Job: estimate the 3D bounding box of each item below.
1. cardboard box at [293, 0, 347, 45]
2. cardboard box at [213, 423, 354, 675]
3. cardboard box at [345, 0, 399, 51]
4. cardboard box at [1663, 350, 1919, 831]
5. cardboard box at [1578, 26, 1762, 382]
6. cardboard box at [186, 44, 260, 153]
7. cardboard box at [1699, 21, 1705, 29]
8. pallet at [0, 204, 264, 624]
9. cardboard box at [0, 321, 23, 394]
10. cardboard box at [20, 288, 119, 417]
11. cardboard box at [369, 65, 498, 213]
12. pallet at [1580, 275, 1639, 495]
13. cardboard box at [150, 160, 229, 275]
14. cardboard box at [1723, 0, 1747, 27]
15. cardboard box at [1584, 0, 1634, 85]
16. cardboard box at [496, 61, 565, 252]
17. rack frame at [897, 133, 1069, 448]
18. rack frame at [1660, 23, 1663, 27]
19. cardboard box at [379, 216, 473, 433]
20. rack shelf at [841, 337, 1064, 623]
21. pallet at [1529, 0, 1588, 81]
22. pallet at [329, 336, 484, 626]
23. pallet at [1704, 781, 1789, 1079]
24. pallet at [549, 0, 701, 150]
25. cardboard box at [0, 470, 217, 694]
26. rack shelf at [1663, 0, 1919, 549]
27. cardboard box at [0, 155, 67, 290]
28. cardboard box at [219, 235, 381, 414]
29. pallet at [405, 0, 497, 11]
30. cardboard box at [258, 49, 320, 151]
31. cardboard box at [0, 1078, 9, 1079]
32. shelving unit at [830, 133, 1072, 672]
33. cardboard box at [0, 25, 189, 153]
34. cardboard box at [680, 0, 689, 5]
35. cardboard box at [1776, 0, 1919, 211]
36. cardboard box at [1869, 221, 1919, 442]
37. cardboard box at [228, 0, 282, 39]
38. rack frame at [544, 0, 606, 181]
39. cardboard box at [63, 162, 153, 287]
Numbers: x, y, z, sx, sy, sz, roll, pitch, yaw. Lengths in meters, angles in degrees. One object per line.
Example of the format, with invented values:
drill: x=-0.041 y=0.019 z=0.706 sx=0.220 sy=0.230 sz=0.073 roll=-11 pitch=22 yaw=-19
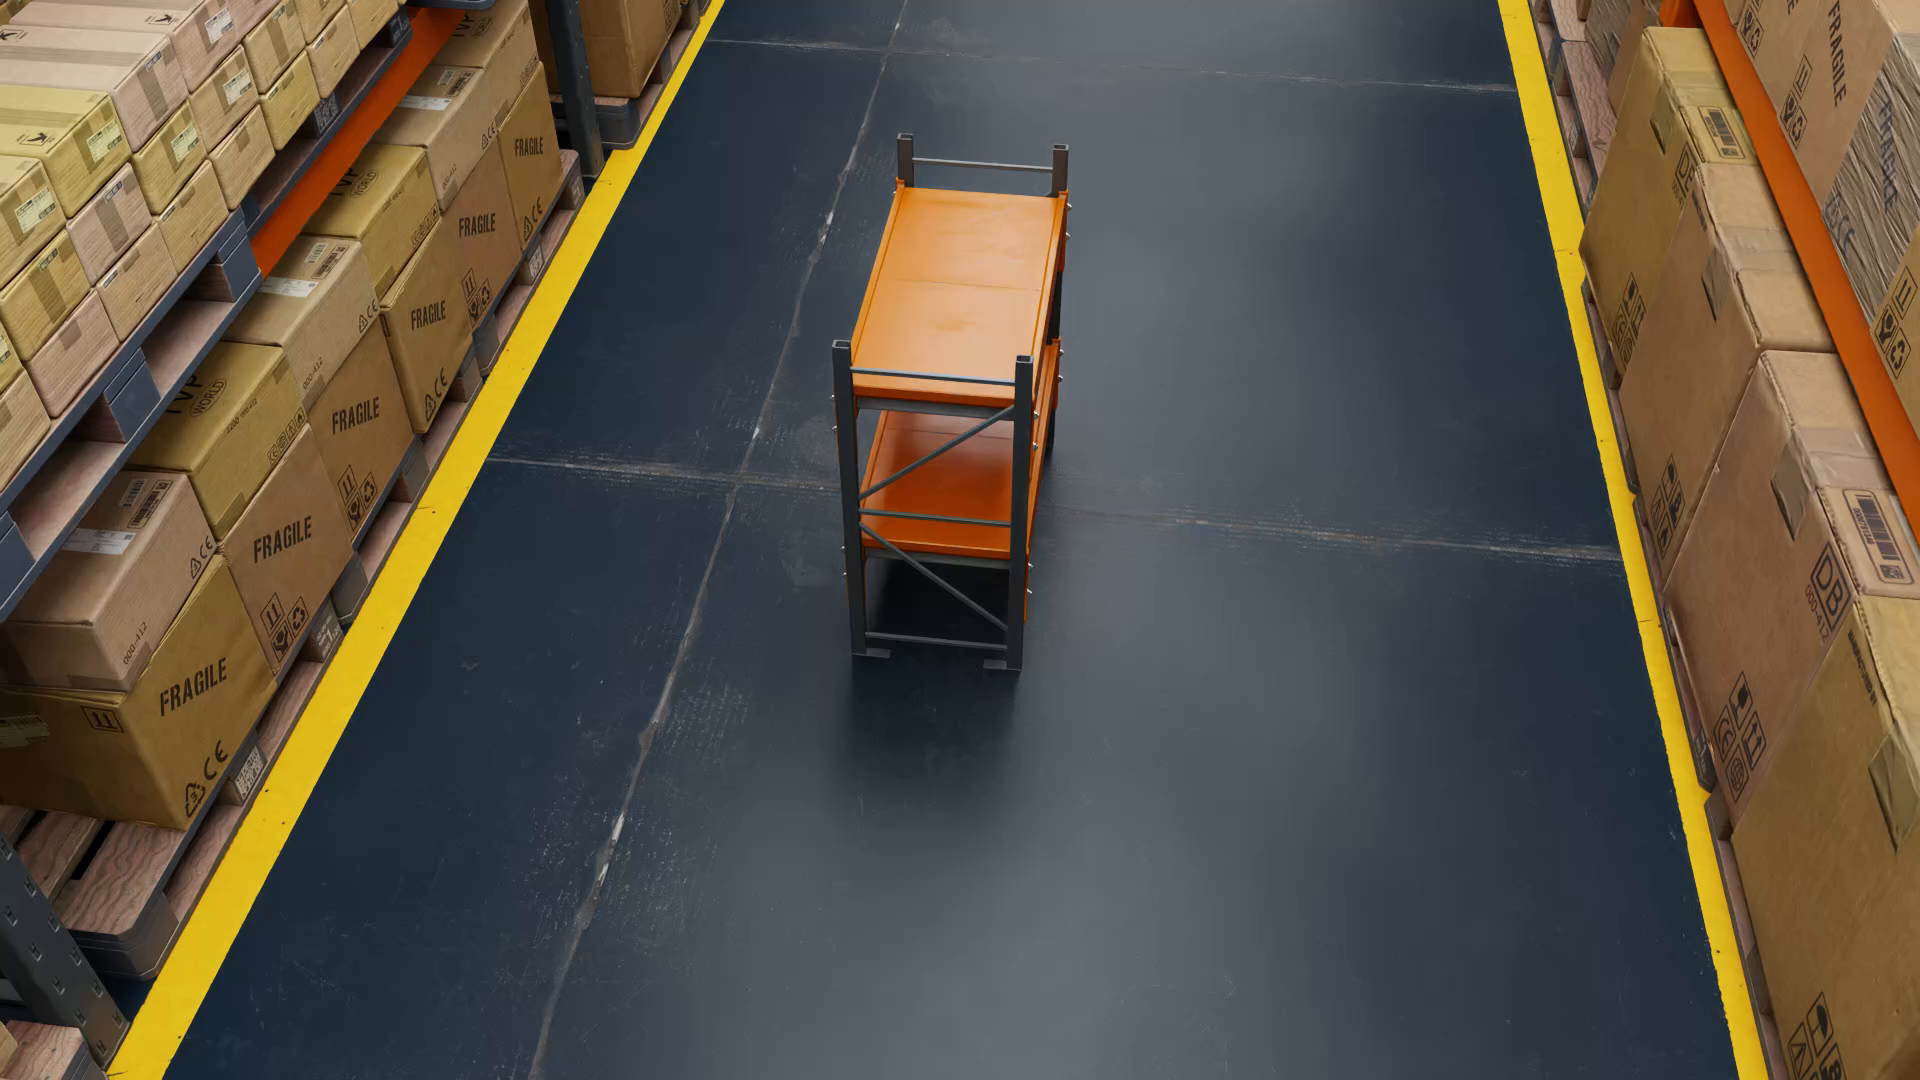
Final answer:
cardboard box: x=-1.788 y=-1.382 z=4.189 sx=0.380 sy=0.149 sz=0.250 roll=4 pitch=44 yaw=5
cardboard box: x=-2.072 y=-0.005 z=4.586 sx=0.500 sy=0.500 sz=0.500 roll=7 pitch=44 yaw=7
cardboard box: x=-1.756 y=-1.456 z=4.483 sx=0.380 sy=0.149 sz=0.250 roll=6 pitch=44 yaw=7
cardboard box: x=2.584 y=0.172 z=4.127 sx=1.225 sy=0.875 sz=0.875 roll=4 pitch=44 yaw=4
cardboard box: x=2.819 y=-1.039 z=5.405 sx=1.225 sy=0.875 sz=0.875 roll=3 pitch=44 yaw=4
cardboard box: x=-1.860 y=-1.030 z=3.817 sx=0.380 sy=0.149 sz=0.250 roll=7 pitch=44 yaw=7
cardboard box: x=2.990 y=-2.110 z=6.249 sx=0.500 sy=0.250 sz=0.500 roll=7 pitch=44 yaw=7
pallet: x=-2.256 y=-0.358 z=3.586 sx=1.003 sy=0.211 sz=1.213 roll=5 pitch=44 yaw=6
cardboard box: x=-1.993 y=-0.316 z=3.063 sx=0.380 sy=0.149 sz=0.250 roll=6 pitch=44 yaw=6
cardboard box: x=-1.962 y=-0.397 z=3.365 sx=0.380 sy=0.149 sz=0.250 roll=6 pitch=44 yaw=6
cardboard box: x=-1.859 y=-1.328 z=5.438 sx=0.500 sy=0.250 sz=0.500 roll=6 pitch=44 yaw=6
pallet: x=2.752 y=-0.583 z=5.712 sx=1.003 sy=0.211 sz=1.213 roll=5 pitch=44 yaw=6
cardboard box: x=-1.891 y=-0.738 z=3.725 sx=0.380 sy=0.149 sz=0.250 roll=6 pitch=44 yaw=6
cardboard box: x=2.597 y=-1.856 z=4.956 sx=0.500 sy=0.500 sz=0.500 roll=6 pitch=44 yaw=7
cardboard box: x=3.060 y=-2.216 z=6.907 sx=0.700 sy=0.500 sz=0.500 roll=2 pitch=43 yaw=2
cardboard box: x=-1.800 y=-1.419 z=6.079 sx=0.500 sy=0.500 sz=0.500 roll=5 pitch=44 yaw=5
rack frame: x=0.066 y=-0.750 z=5.224 sx=0.500 sy=1.125 sz=0.032 roll=5 pitch=44 yaw=6
rack frame: x=2.931 y=-2.126 z=5.314 sx=1.000 sy=3.000 sz=0.127 roll=5 pitch=44 yaw=6
cardboard box: x=-1.926 y=-0.703 z=5.324 sx=0.500 sy=0.500 sz=0.500 roll=3 pitch=44 yaw=4
rack shelf: x=-0.001 y=-0.226 z=5.027 sx=0.538 sy=0.278 sz=1.000 roll=5 pitch=44 yaw=6
pallet: x=3.200 y=-2.475 z=7.711 sx=1.003 sy=0.211 sz=1.213 roll=5 pitch=44 yaw=6
pallet: x=-2.241 y=-0.272 z=5.384 sx=1.003 sy=0.211 sz=1.213 roll=5 pitch=44 yaw=6
pallet: x=2.430 y=1.080 z=3.956 sx=1.003 sy=0.211 sz=1.213 roll=5 pitch=44 yaw=6
pallet: x=-1.793 y=-2.164 z=7.382 sx=1.003 sy=0.211 sz=1.213 roll=5 pitch=44 yaw=6
cardboard box: x=-2.141 y=0.083 z=3.948 sx=0.500 sy=0.250 sz=0.500 roll=3 pitch=44 yaw=4
rack shelf: x=2.667 y=-0.502 z=4.122 sx=1.077 sy=0.370 sz=4.000 roll=5 pitch=44 yaw=6
cardboard box: x=-1.962 y=-0.615 z=3.162 sx=0.380 sy=0.149 sz=0.250 roll=6 pitch=44 yaw=7
cardboard box: x=-2.002 y=-0.627 z=4.698 sx=0.500 sy=0.250 sz=0.500 roll=7 pitch=44 yaw=7
pallet: x=-1.961 y=-2.081 z=5.406 sx=1.213 sy=0.211 sz=1.003 roll=5 pitch=44 yaw=6
cardboard box: x=-1.826 y=-1.098 z=4.106 sx=0.380 sy=0.149 sz=0.250 roll=5 pitch=44 yaw=5
cardboard box: x=-2.215 y=1.261 z=3.505 sx=0.380 sy=0.149 sz=0.250 roll=6 pitch=44 yaw=6
shelving unit: x=-0.001 y=-0.404 z=4.858 sx=0.538 sy=1.125 sz=1.048 roll=5 pitch=44 yaw=6
cardboard box: x=-1.890 y=-0.959 z=3.526 sx=0.380 sy=0.149 sz=0.250 roll=5 pitch=44 yaw=5
cardboard box: x=-1.690 y=-2.985 z=7.551 sx=1.050 sy=0.750 sz=0.750 roll=6 pitch=44 yaw=6
cardboard box: x=2.467 y=-1.155 z=4.215 sx=0.500 sy=0.500 sz=0.500 roll=5 pitch=44 yaw=5
cardboard box: x=2.328 y=-0.473 z=3.496 sx=0.500 sy=0.500 sz=0.500 roll=5 pitch=44 yaw=5
cardboard box: x=-1.823 y=-1.305 z=3.891 sx=0.380 sy=0.149 sz=0.250 roll=7 pitch=44 yaw=7
rack frame: x=-1.972 y=-2.646 z=5.863 sx=1.000 sy=3.000 sz=0.127 roll=5 pitch=44 yaw=6
cardboard box: x=-1.927 y=-0.669 z=3.435 sx=0.380 sy=0.149 sz=0.250 roll=6 pitch=44 yaw=7
